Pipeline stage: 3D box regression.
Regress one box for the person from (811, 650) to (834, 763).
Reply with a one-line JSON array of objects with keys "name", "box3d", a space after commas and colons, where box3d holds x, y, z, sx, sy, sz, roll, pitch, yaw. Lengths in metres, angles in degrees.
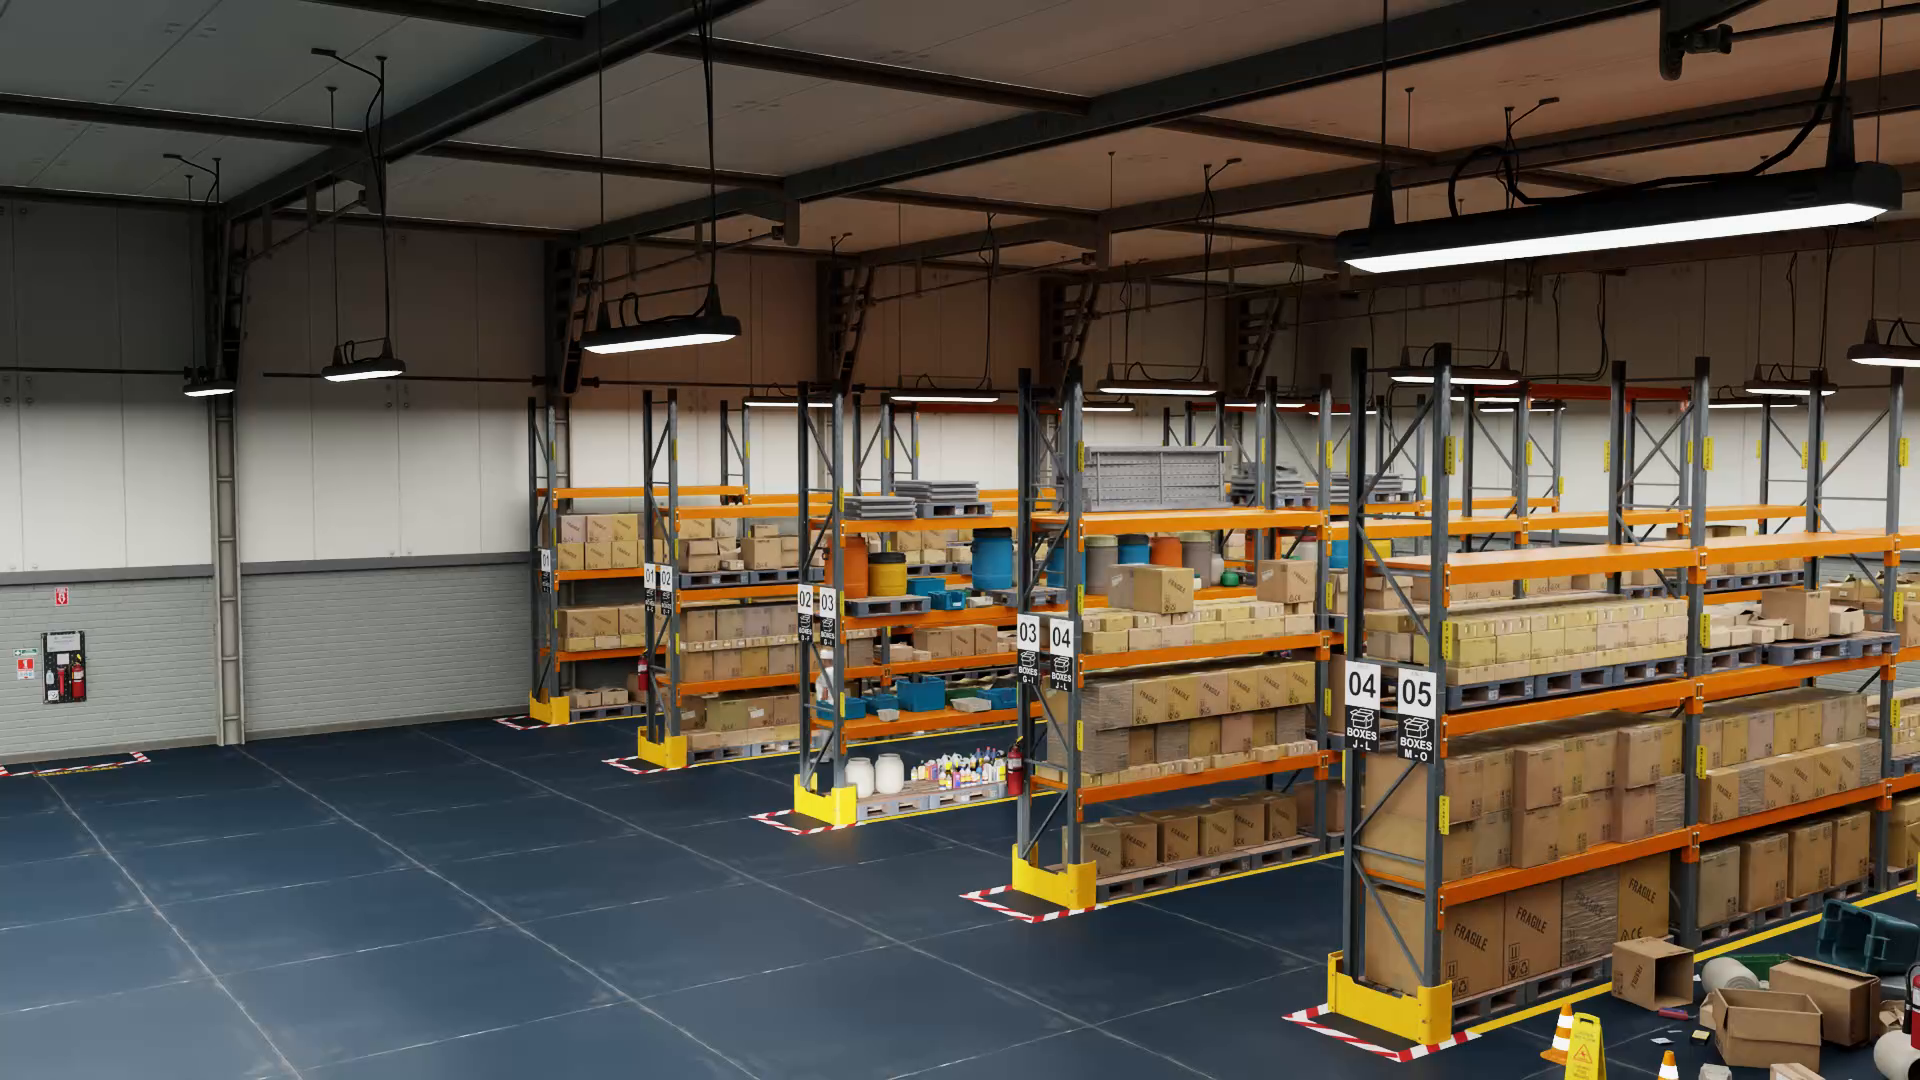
[{"name": "person", "box3d": [-2.167, 2.676, 26.921, 0.426, 1.780, 0.625, 1, 4, 17]}]
